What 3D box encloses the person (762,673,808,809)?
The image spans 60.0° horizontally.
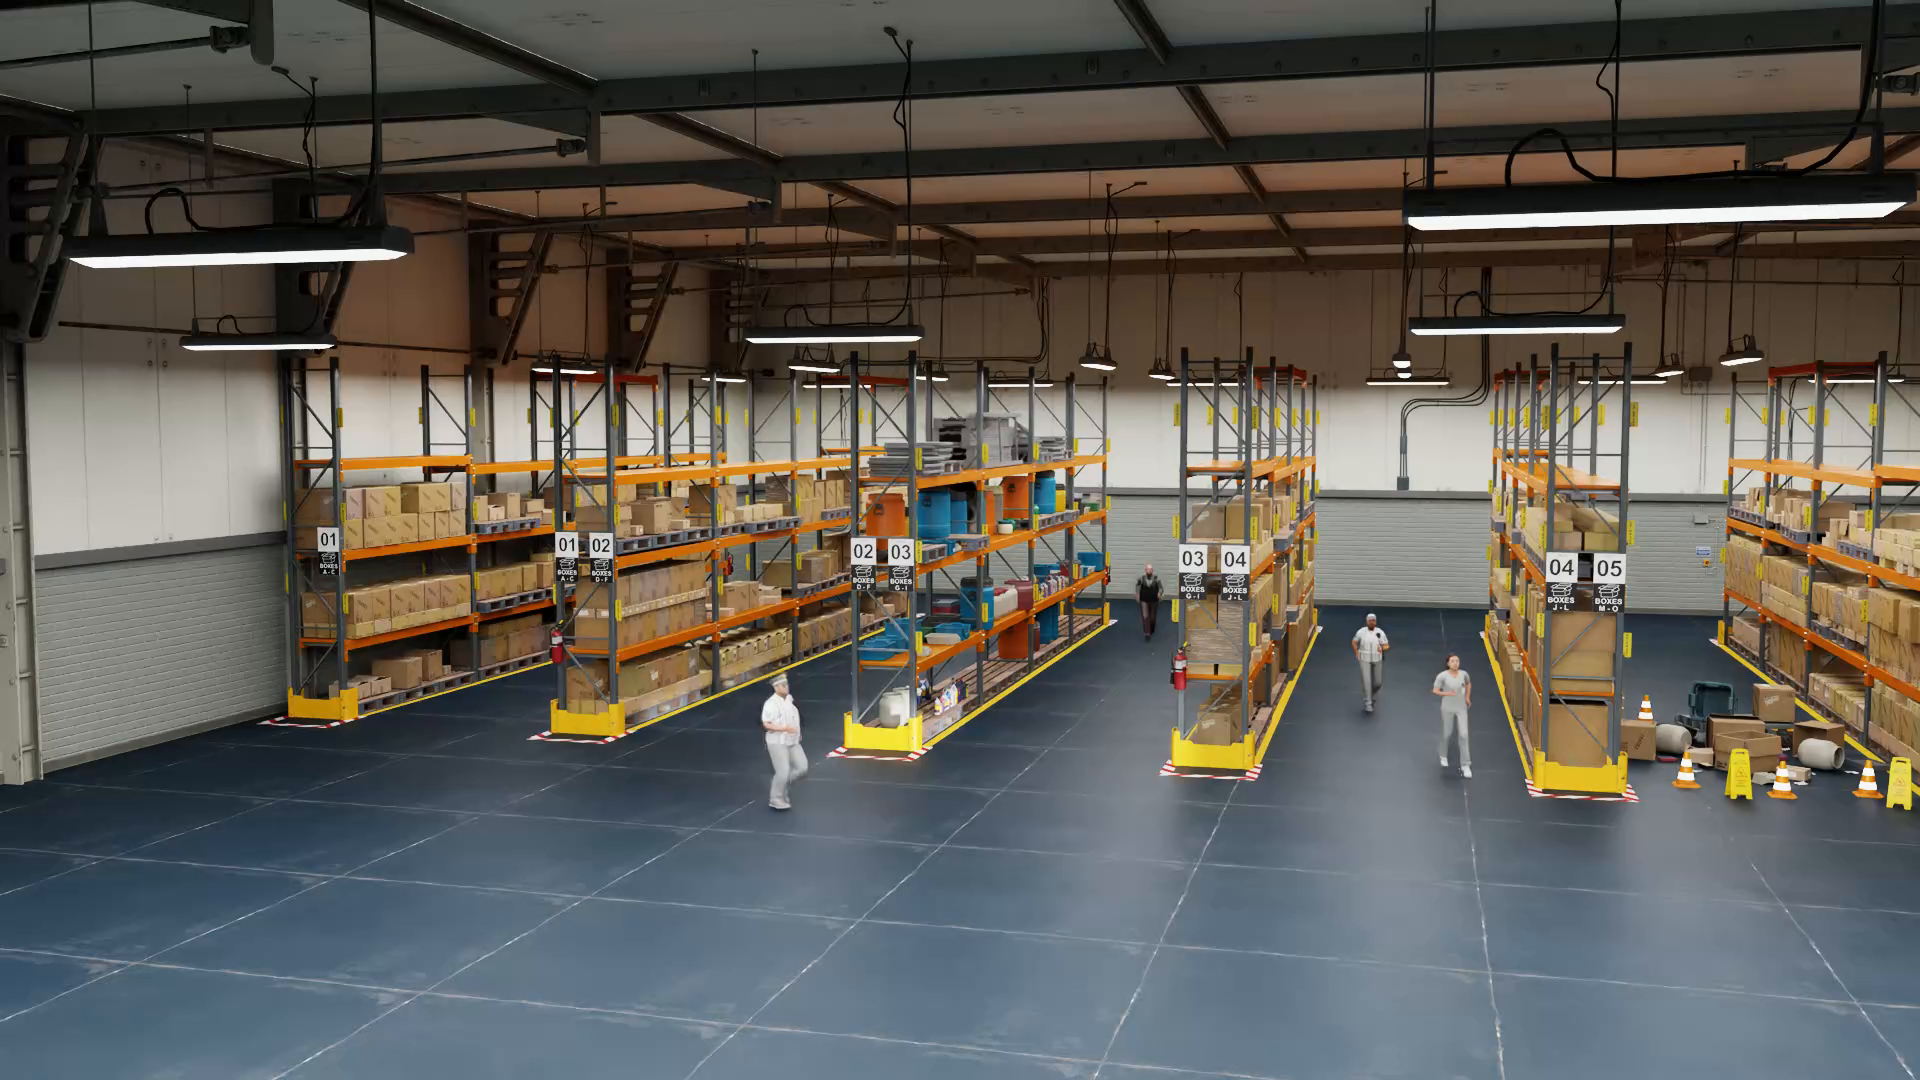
[{"bbox_3d":[-2.198,2.568,21.205,0.602,1.744,0.650,3,5,36],"label":"person"}]

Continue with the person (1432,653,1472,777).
[{"bbox_3d":[6.925,2.412,23.382,0.576,1.675,0.935,0,4,4],"label":"person"}]

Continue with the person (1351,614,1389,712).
[{"bbox_3d":[7.055,2.084,28.590,0.620,1.635,0.824,1,4,7],"label":"person"}]

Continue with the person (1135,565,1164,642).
[{"bbox_3d":[4.270,1.406,37.540,0.646,1.709,0.888,0,4,6],"label":"person"}]
